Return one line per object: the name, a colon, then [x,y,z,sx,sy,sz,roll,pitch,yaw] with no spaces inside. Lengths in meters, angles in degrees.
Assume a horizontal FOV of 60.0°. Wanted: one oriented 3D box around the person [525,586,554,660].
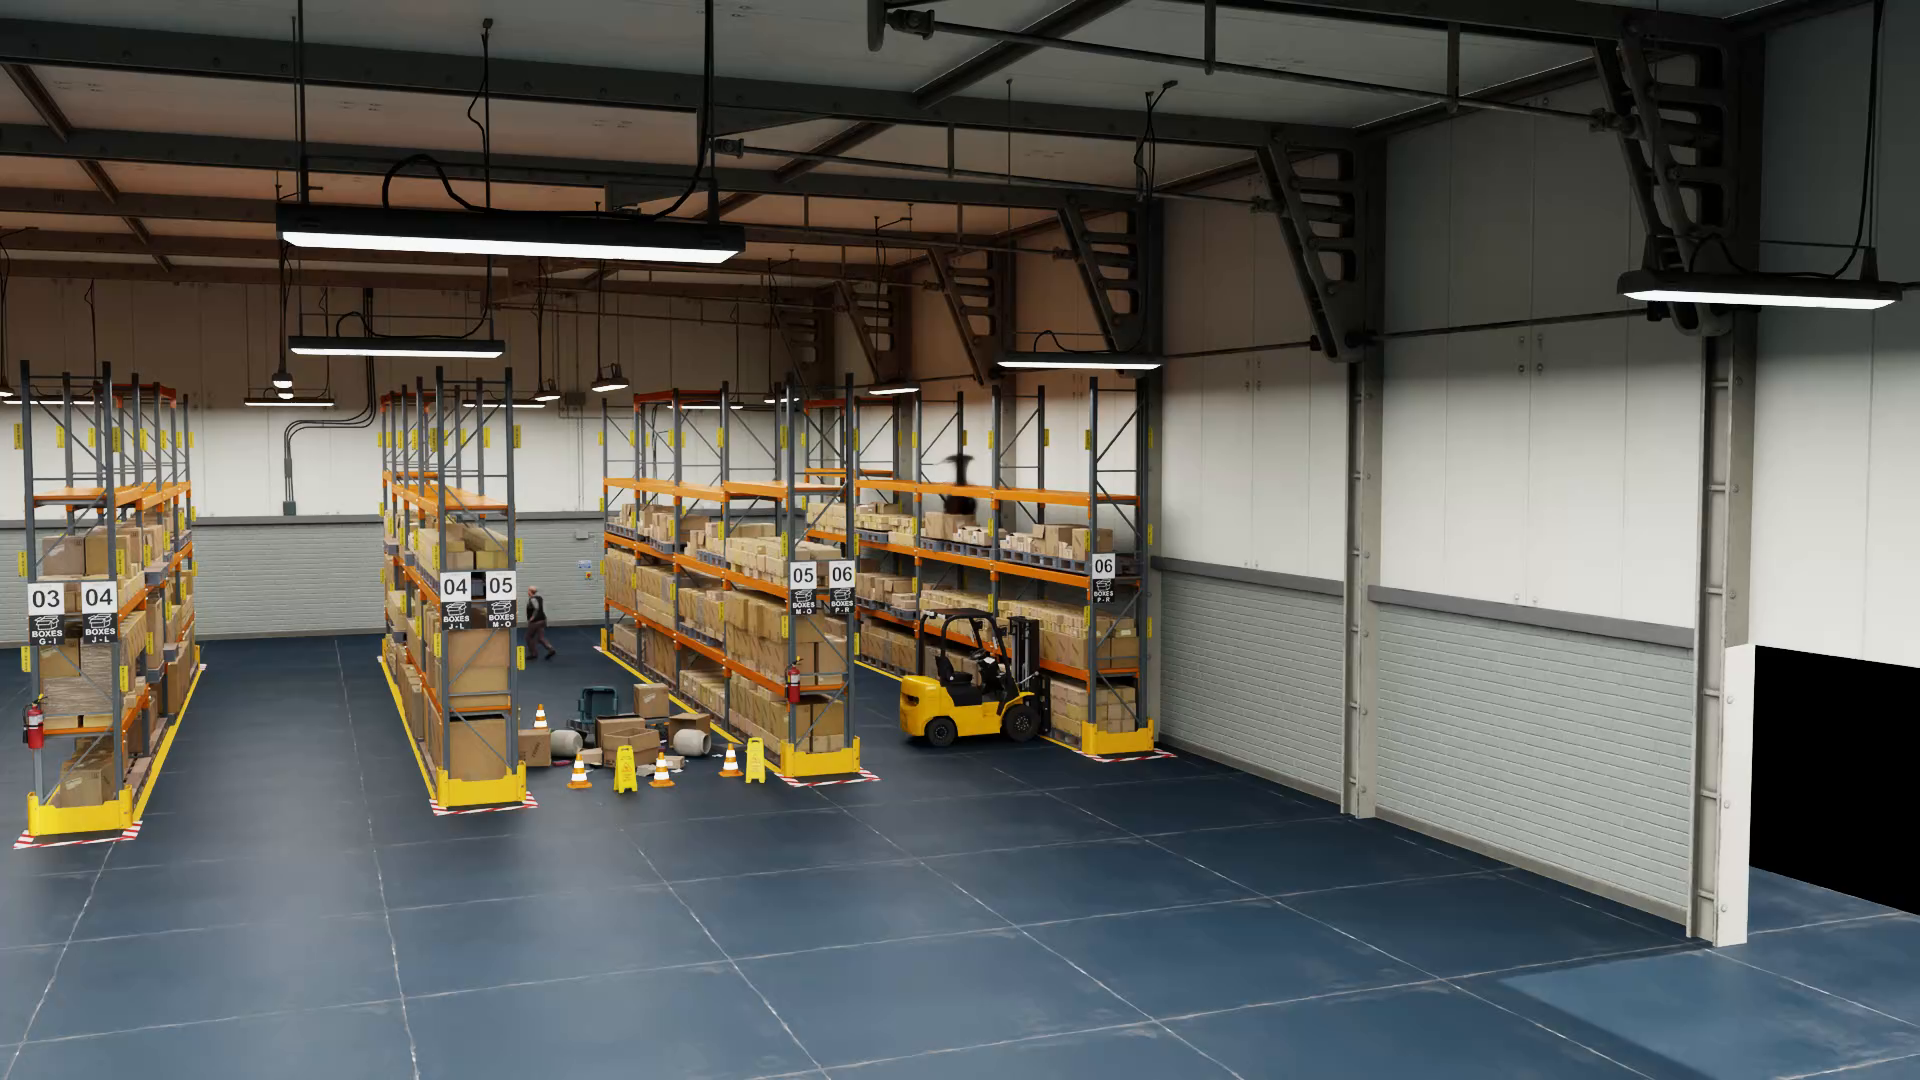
person: [-9.525,1.892,37.675,0.794,1.694,0.640,1,4,20]
